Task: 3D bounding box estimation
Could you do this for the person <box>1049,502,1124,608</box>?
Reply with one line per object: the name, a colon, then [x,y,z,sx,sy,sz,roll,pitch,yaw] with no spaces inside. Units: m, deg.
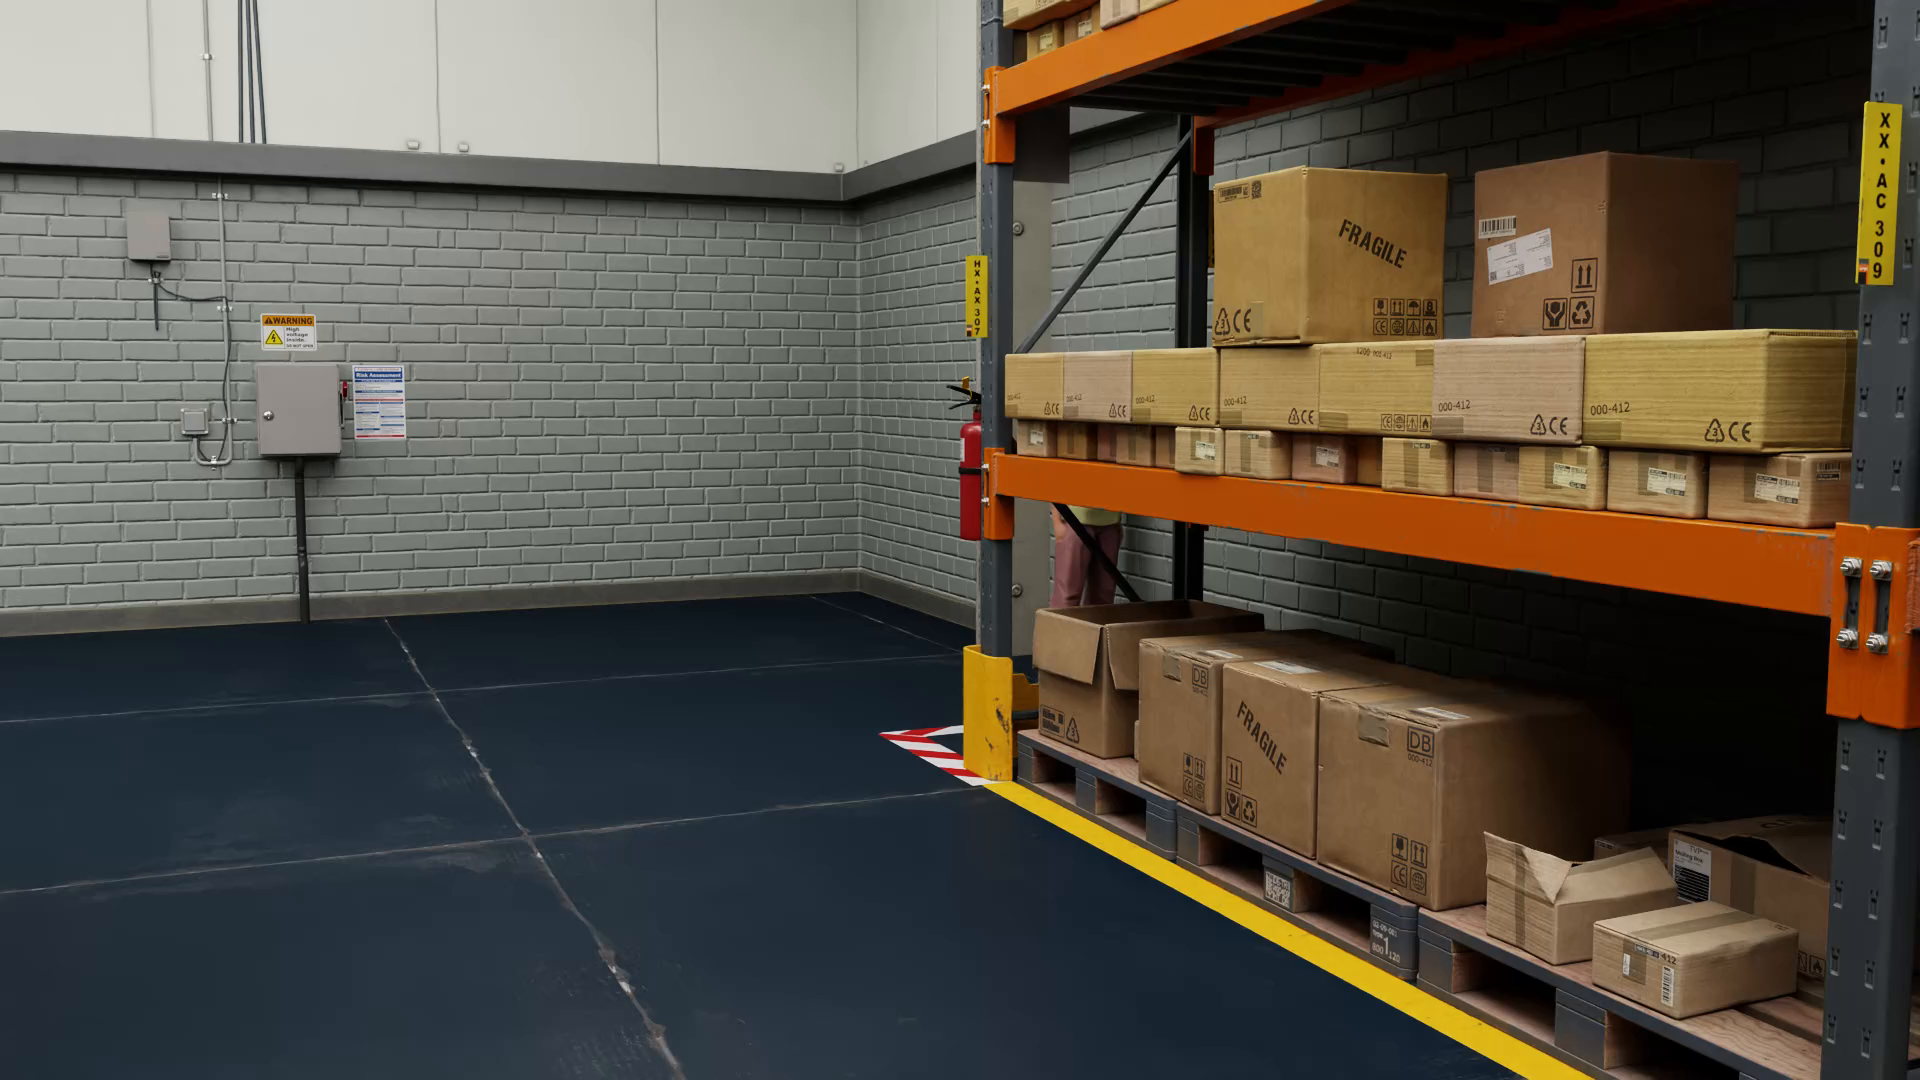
person: [0.660,-0.067,8.626,0.533,1.676,0.424,-3,6,-32]
